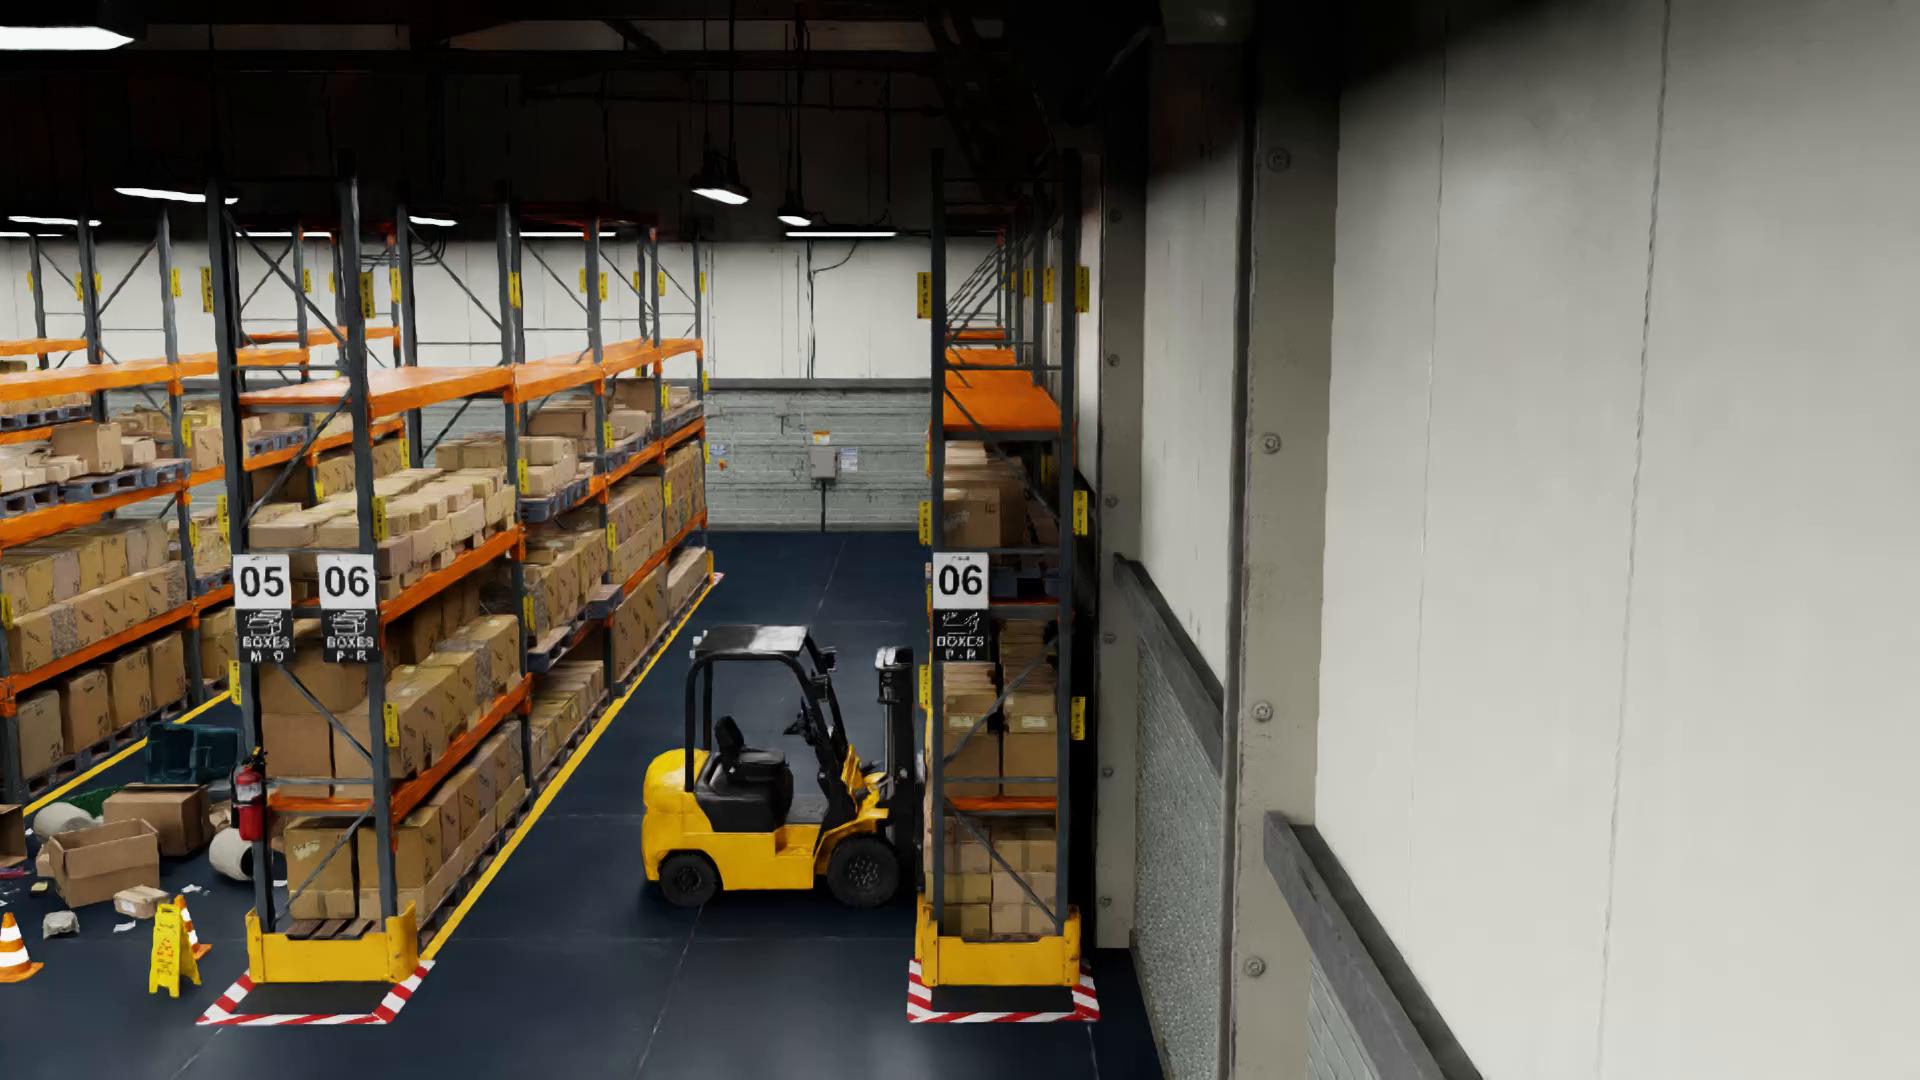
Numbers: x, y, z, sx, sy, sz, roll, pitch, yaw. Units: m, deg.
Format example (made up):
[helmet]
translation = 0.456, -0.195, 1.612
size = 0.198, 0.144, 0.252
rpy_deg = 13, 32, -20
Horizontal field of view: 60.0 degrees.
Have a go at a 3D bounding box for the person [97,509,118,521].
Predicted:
[person]
translation = -15.938, -0.588, 30.701
size = 0.650, 1.714, 0.499
rpy_deg = -8, 12, -41
